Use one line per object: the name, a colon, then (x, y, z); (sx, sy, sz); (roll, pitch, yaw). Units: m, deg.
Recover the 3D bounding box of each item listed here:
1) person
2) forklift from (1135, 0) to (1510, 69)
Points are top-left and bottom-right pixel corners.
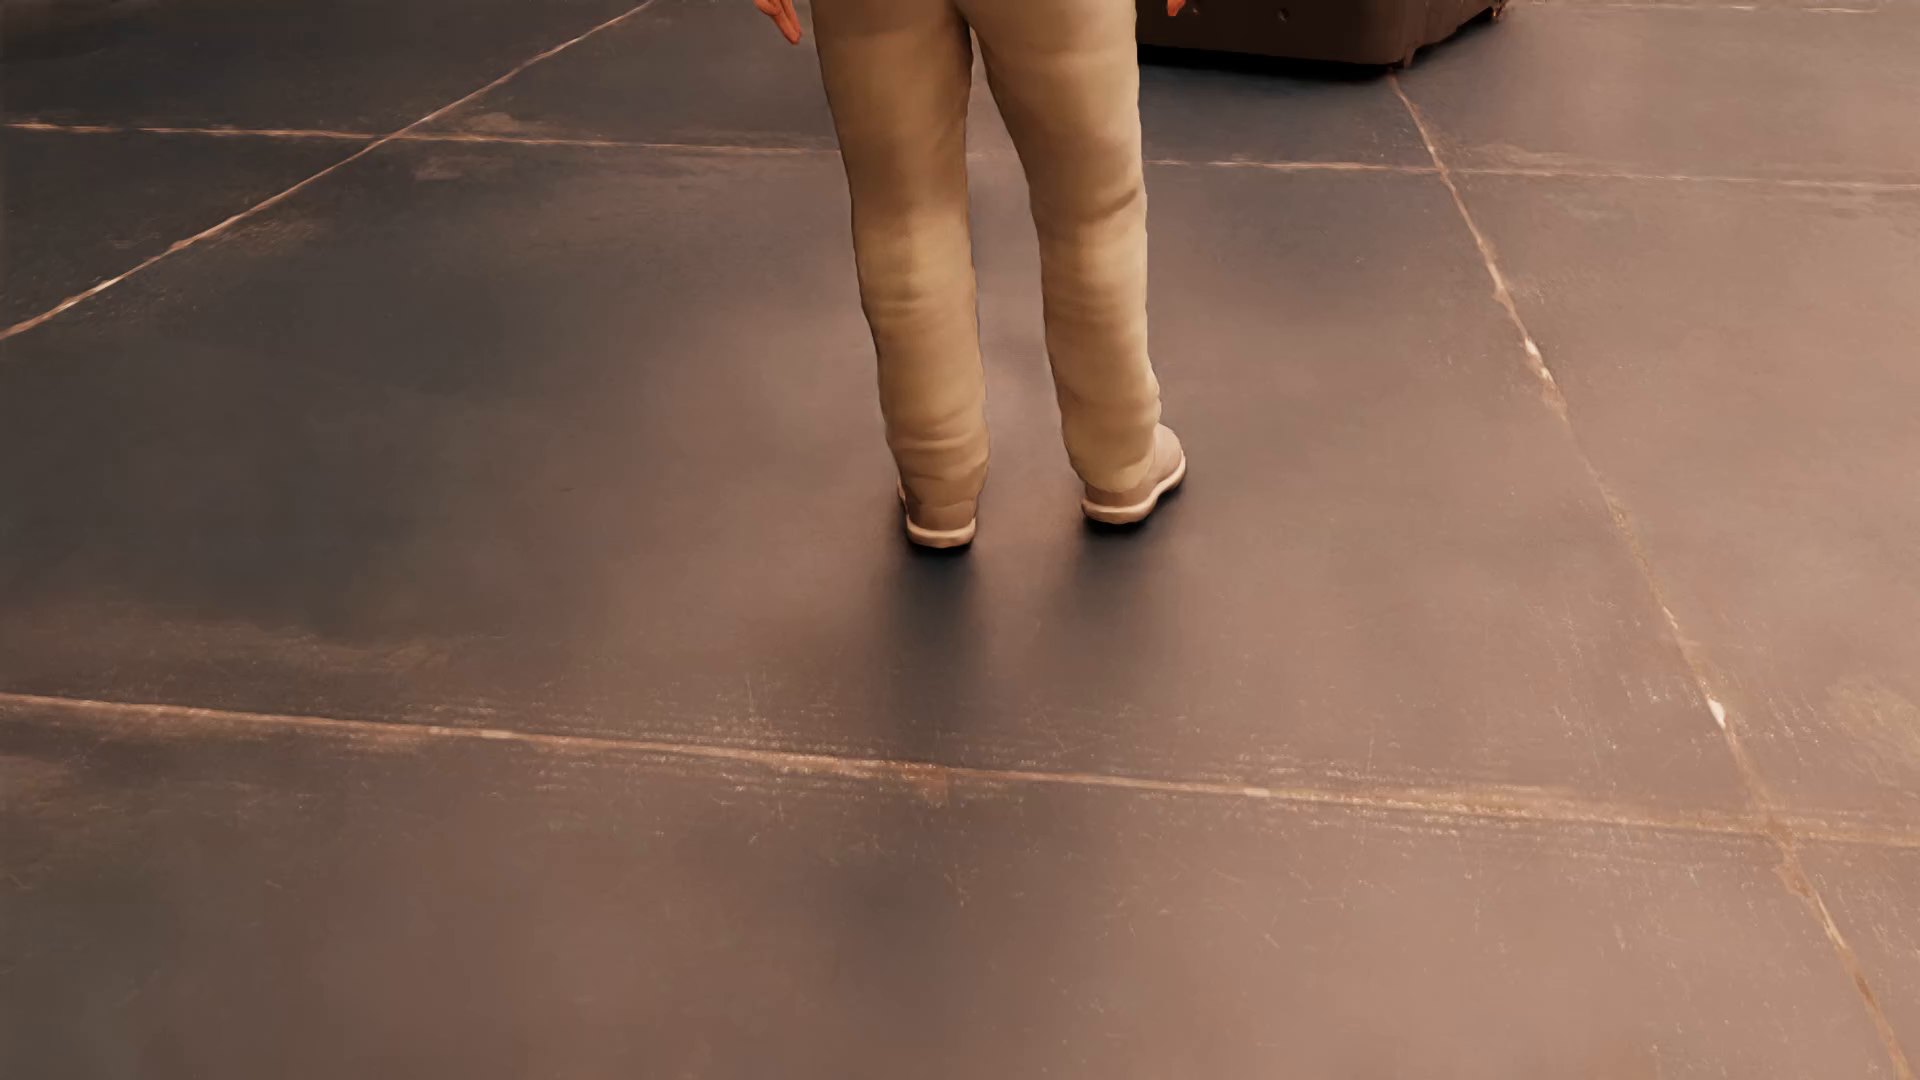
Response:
person: (0.022, -0.837, 2.167); (0.640, 1.778, 0.574); (3, 27, 7)
forklift: (1.647, -3.505, 6.244); (1.130, 2.935, 3.031); (13, 29, 24)
